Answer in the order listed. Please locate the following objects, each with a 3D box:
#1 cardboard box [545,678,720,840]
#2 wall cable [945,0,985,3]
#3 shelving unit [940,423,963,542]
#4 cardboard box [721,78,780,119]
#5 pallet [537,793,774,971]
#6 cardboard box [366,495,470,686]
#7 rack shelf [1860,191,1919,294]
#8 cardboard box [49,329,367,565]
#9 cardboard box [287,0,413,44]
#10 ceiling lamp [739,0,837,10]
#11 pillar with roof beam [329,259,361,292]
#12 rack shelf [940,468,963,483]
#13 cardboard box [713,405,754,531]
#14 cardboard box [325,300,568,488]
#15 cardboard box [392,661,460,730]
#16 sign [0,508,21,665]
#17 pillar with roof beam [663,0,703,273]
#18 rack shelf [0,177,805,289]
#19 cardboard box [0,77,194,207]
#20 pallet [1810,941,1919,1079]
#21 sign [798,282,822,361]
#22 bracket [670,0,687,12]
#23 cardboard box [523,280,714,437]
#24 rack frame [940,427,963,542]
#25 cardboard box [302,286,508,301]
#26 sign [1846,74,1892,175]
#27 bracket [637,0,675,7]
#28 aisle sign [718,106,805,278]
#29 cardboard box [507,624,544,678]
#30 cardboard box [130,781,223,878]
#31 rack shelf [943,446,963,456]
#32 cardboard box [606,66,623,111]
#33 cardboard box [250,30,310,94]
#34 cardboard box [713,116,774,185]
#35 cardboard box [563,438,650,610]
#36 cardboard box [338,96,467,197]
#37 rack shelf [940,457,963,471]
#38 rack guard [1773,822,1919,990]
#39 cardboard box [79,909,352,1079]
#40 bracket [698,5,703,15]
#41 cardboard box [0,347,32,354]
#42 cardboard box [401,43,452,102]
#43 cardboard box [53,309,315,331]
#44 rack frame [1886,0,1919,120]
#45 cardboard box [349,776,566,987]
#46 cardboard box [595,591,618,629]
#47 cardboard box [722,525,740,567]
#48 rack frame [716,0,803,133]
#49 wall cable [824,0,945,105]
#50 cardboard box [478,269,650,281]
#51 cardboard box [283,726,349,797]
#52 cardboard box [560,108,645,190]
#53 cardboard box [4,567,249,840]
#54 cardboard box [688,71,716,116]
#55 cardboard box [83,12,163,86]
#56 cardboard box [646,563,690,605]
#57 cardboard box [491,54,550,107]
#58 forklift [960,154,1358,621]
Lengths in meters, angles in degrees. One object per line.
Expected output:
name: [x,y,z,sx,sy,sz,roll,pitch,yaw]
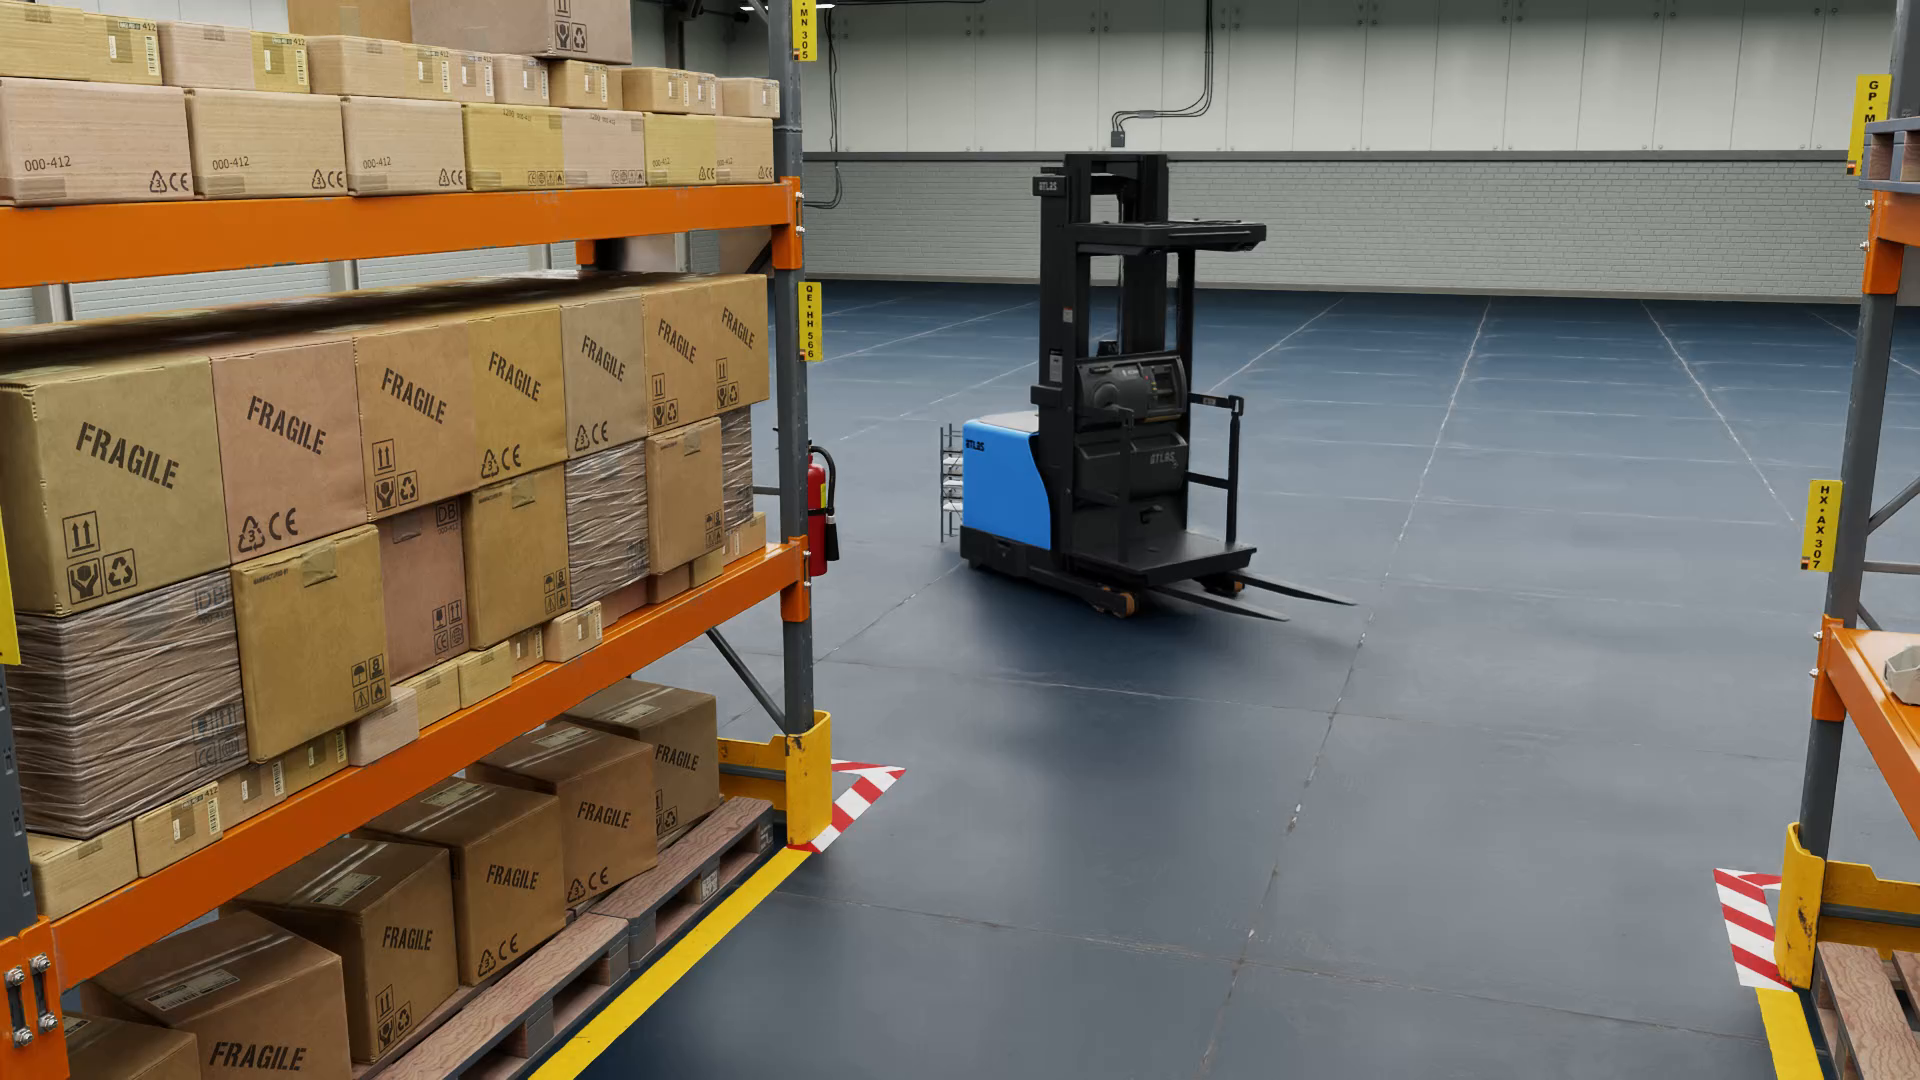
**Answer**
cardboard box: [-1.357,0.913,6.921,0.500,0.500,0.500,7,15,29]
wall cable: [1.107,-13.734,38.346,3.097,2.526,0.112,4,14,18]
shelving unit: [-0.003,-0.437,12.880,0.258,0.900,0.210,4,14,18]
cardboard box: [-0.934,-1.734,6.545,0.380,0.149,0.250,4,14,18]
pallet: [-1.460,1.313,6.762,1.003,0.211,1.213,4,14,18]
cardboard box: [-1.968,0.112,4.865,0.875,0.500,0.500,4,14,18]
rack shelf: [2.900,-0.565,3.599,1.077,0.370,4.000,4,14,18]
cardboard box: [-1.887,-0.252,4.212,0.500,0.500,0.500,4,14,18]
cardboard box: [-1.875,-1.838,5.543,0.500,0.500,0.500,4,14,18]
ceiling lamp: [-3.342,-12.151,32.886,2.000,3.185,0.800,4,14,18]
pillar with roof beam: [-6.395,-7.624,26.170,9.100,9.000,0.400,4,14,18]
rack shelf: [-0.003,-0.492,12.868,0.258,0.077,0.200,4,14,18]
cardboard box: [-1.343,-0.311,6.718,0.875,0.500,0.500,4,14,18]
cardboard box: [-1.574,-0.464,5.138,0.500,0.500,0.500,4,14,18]
cardboard box: [-1.698,0.445,4.863,0.380,0.149,0.250,4,14,18]
sign: [-1.907,0.086,3.270,0.100,0.325,0.005,4,14,18]
pillar with roof beam: [-2.512,-10.151,37.240,9.100,9.000,0.548,4,14,18]
rack shelf: [-1.787,-0.922,5.162,1.077,0.370,4.000,4,14,18]
cardboard box: [-2.046,-0.855,3.588,0.500,0.250,0.500,4,13,16]
pallet: [3.299,1.675,5.176,1.003,0.211,1.213,4,14,18]
sign: [-0.621,-0.906,6.903,0.100,0.325,0.005,4,14,18]
bracket: [-6.384,-12.103,37.703,0.235,0.232,0.430,4,14,18]
cardboard box: [-1.240,-0.673,6.057,0.500,0.500,0.500,4,14,18]
rack frame: [-0.036,-0.416,12.787,0.240,0.900,0.006,4,14,18]
cardboard box: [-1.904,-0.606,5.763,0.500,0.500,0.500,4,14,18]
sign: [3.028,-1.382,5.541,0.100,0.325,0.005,4,14,18]
bracket: [-7.218,-11.560,35.326,0.076,0.066,4.783,4,14,18]
aisle sign: [-0.836,-1.490,6.934,0.394,0.787,0.004,4,14,18]
cardboard box: [-1.569,0.337,5.335,0.380,0.149,0.250,4,14,18]
cardboard box: [-1.986,0.658,3.929,0.380,0.149,0.250,4,14,18]
rack shelf: [-0.003,-0.668,12.828,0.258,0.077,0.200,4,14,18]
cardboard box: [-1.371,-1.525,5.626,0.380,0.149,0.250,5,14,19]
cardboard box: [-1.869,-1.190,4.163,0.380,0.149,0.250,5,14,20]
cardboard box: [-1.055,-1.501,6.419,0.500,0.250,0.500,5,14,20]
cardboard box: [-1.594,-0.095,5.771,0.875,0.500,0.500,4,14,18]
cardboard box: [-1.709,-1.070,4.532,0.500,0.250,0.500,4,13,16]
rack shelf: [-0.003,-0.580,12.848,0.258,0.077,0.200,4,14,18]
rack guard: [3.567,1.363,5.891,1.175,0.500,0.348,4,14,18]
cardboard box: [-2.088,1.422,4.689,0.500,0.500,0.500,10,16,36]
bracket: [-6.116,-12.278,38.468,0.235,0.232,0.430,4,14,18]
cardboard box: [-2.549,-0.185,3.917,0.500,0.500,0.500,4,14,18]
cardboard box: [-1.651,-1.296,4.627,0.380,0.149,0.250,4,13,17]
cardboard box: [-2.225,-0.396,4.840,0.500,0.500,0.500,4,14,18]
rack frame: [3.547,-2.800,5.031,1.000,3.000,0.127,4,14,18]
cardboard box: [-1.739,1.172,5.787,0.500,0.500,0.500,6,14,24]
cardboard box: [-1.425,0.230,5.802,0.380,0.149,0.250,4,14,18]
cardboard box: [-1.118,0.019,6.730,0.380,0.149,0.250,4,14,18]
rack frame: [-1.140,-3.156,6.593,1.000,3.000,0.127,4,14,18]
wall cable: [-1.822,-11.740,39.829,3.097,2.526,0.112,4,14,18]
cardboard box: [-1.575,-0.816,6.684,0.500,0.500,0.500,4,14,18]
cardboard box: [-1.860,0.550,4.401,0.380,0.149,0.250,4,14,18]
cardboard box: [-1.388,-1.288,5.487,0.500,0.250,0.500,5,14,20]
cardboard box: [-2.230,0.327,3.922,0.875,0.500,0.500,4,14,18]
cardboard box: [-1.114,-1.622,6.054,0.380,0.149,0.250,4,13,16]
cardboard box: [-2.015,-1.080,3.679,0.380,0.149,0.250,4,13,16]
cardboard box: [-1.246,0.126,6.257,0.380,0.149,0.250,4,14,18]
cardboard box: [-1.495,-1.406,5.108,0.380,0.149,0.250,4,13,16]
forklift: [1.287,-1.047,10.986,1.130,2.935,3.031,-9,16,-36]
